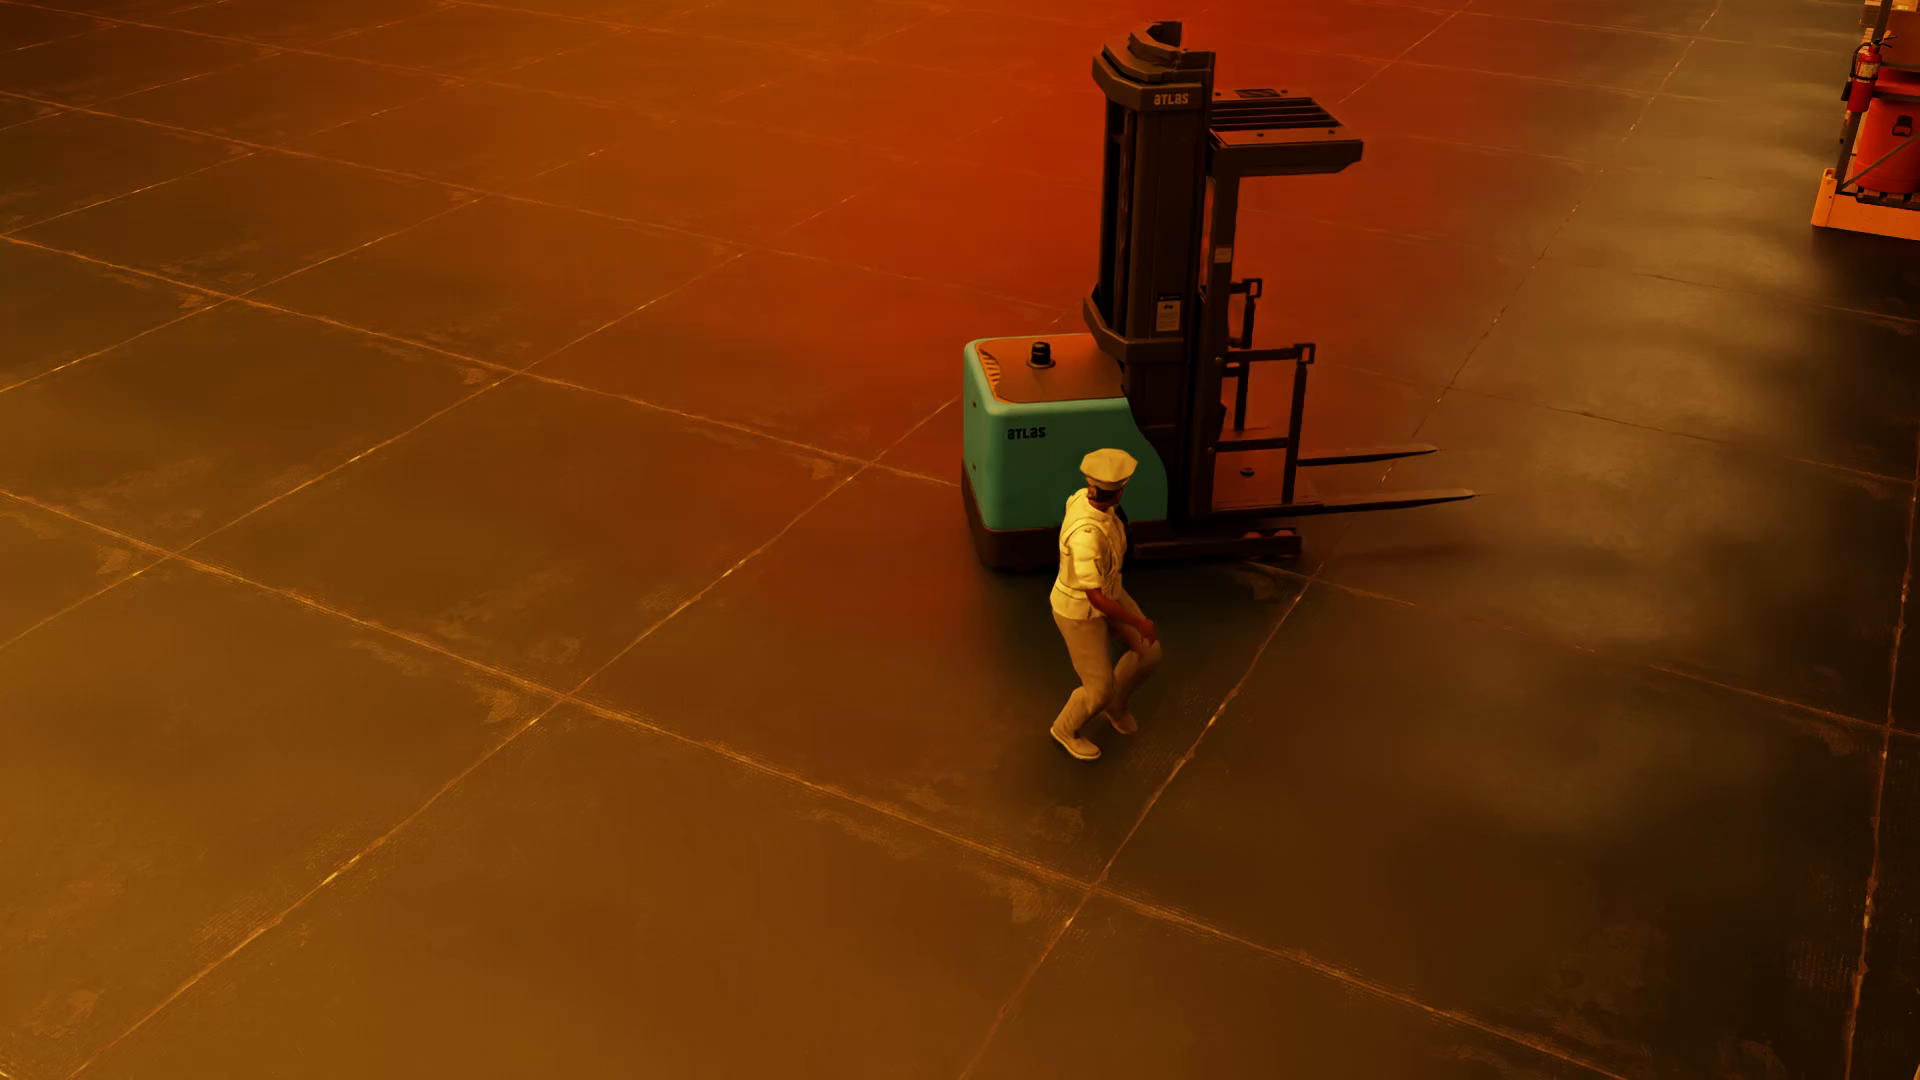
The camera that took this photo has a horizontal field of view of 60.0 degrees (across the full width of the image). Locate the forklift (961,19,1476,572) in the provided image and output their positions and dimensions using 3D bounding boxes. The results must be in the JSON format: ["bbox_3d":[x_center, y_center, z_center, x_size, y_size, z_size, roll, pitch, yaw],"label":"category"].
[{"bbox_3d":[1.568,-1.406,9.507,3.031,2.935,1.130,-4,30,-7],"label":"forklift"}]

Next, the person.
[{"bbox_3d":[0.664,0.319,7.895,0.681,1.613,0.633,16,34,26],"label":"person"}]
